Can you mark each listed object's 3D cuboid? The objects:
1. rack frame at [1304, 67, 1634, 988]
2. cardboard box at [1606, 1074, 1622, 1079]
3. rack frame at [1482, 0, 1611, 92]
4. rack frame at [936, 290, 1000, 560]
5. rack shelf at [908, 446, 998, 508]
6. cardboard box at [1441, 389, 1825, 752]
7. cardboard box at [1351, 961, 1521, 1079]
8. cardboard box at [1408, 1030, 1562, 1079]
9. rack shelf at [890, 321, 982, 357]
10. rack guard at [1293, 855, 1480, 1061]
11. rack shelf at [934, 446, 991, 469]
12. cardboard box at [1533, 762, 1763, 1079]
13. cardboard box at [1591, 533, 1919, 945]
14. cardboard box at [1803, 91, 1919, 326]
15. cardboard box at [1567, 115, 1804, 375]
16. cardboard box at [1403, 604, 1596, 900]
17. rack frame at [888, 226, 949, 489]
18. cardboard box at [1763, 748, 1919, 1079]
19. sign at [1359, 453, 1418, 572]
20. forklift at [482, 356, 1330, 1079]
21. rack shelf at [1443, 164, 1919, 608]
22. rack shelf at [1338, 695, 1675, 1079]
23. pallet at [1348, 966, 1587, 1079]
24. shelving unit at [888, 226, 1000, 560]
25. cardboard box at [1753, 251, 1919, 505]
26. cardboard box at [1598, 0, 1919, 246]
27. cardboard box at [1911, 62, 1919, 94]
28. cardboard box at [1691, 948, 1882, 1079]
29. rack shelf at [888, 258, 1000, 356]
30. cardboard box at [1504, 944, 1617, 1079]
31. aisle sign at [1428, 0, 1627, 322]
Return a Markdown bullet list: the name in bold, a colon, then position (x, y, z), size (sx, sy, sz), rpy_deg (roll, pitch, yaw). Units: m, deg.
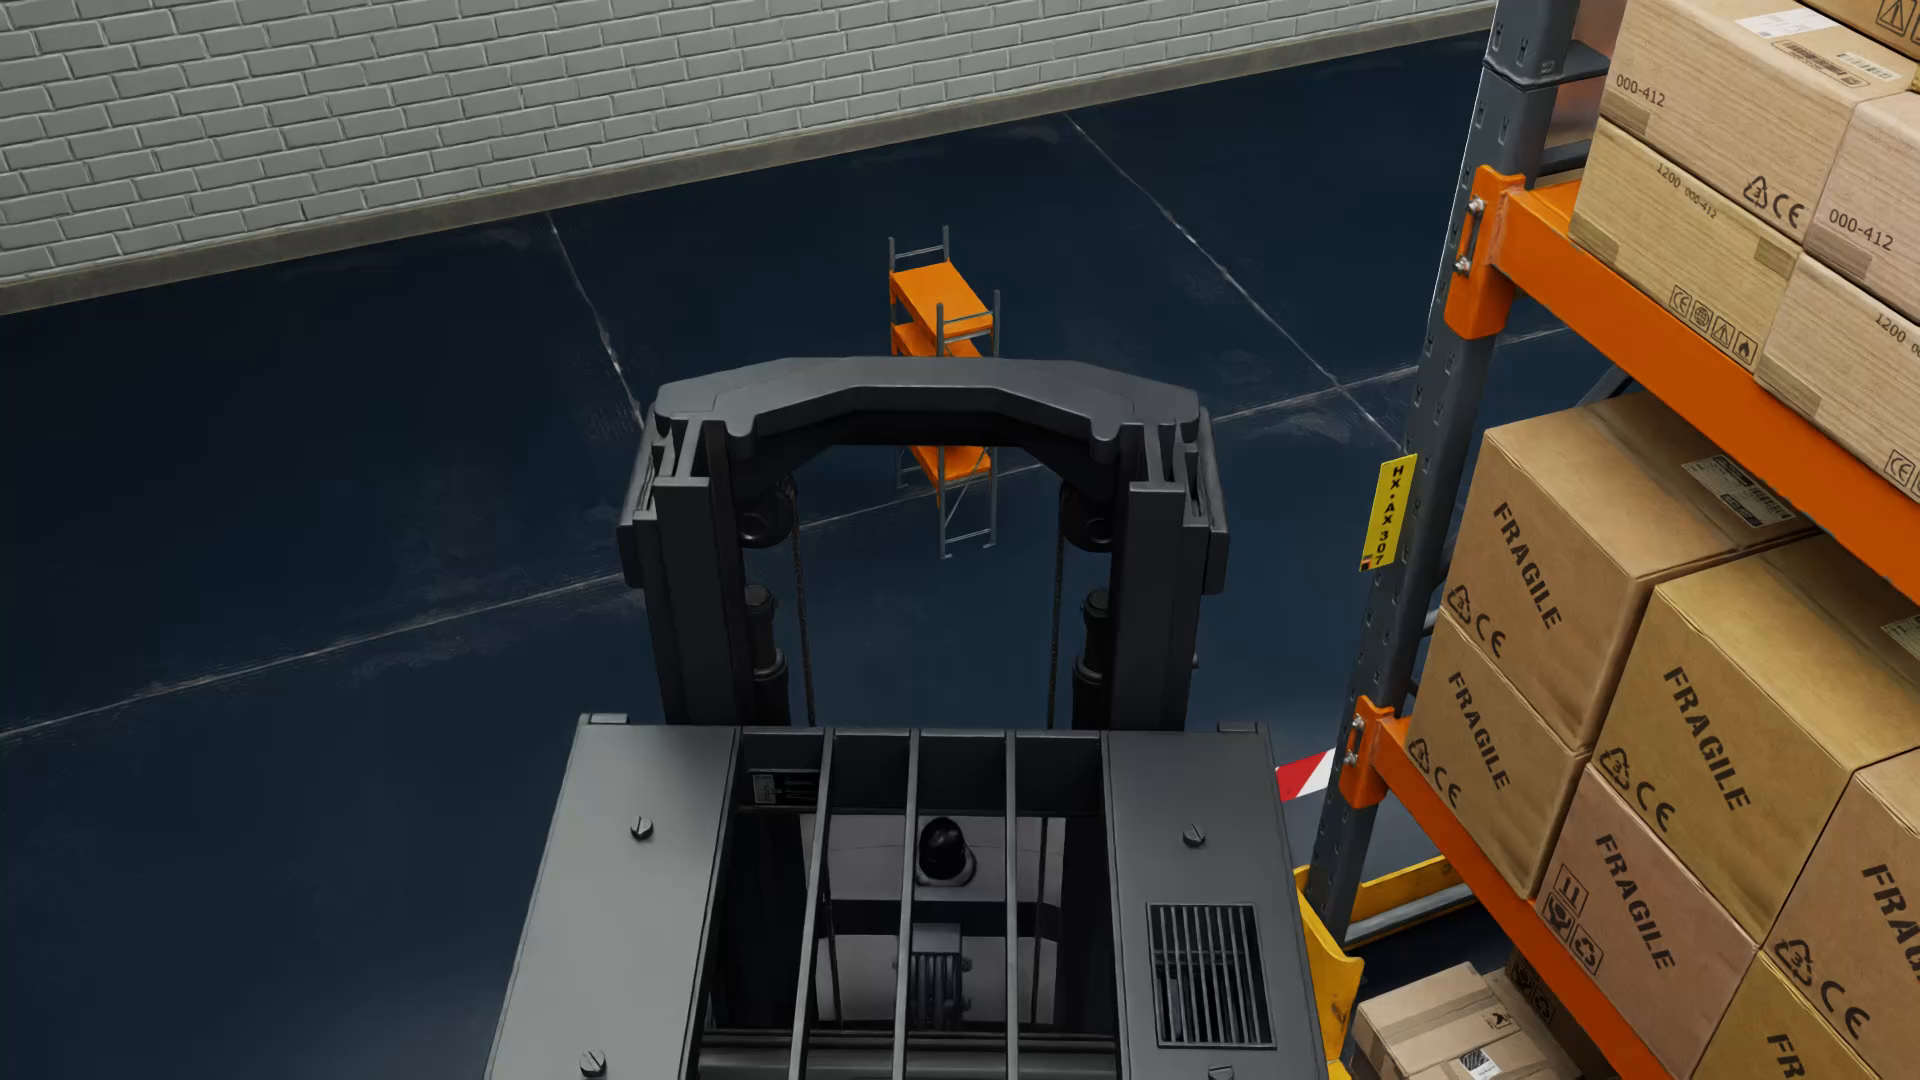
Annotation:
- **rack frame**: position (1.496, 0.132, 4.296), size (1.000, 3.000, 0.127), rpy_deg (-15, 43, -17)
- **cardboard box**: position (1.633, 1.707, 4.235), size (0.500, 0.250, 0.500), rpy_deg (-15, 43, -17)
- **rack frame**: position (1.496, -2.142, 2.340), size (1.000, 3.000, 0.127), rpy_deg (-15, 43, -17)
- **rack frame**: position (0.030, -0.408, 6.304), size (0.240, 1.200, 0.015), rpy_deg (-15, 43, -17)
- **rack shelf**: position (-0.063, -0.353, 6.648), size (0.258, 0.148, 0.480), rpy_deg (-15, 43, -17)
- **cardboard box**: position (1.422, 0.048, 3.550), size (0.500, 0.500, 0.500), rpy_deg (-14, 43, -16)
- **cardboard box**: position (1.339, 1.384, 4.689), size (0.380, 0.149, 0.250), rpy_deg (-15, 43, -17)
- **cardboard box**: position (1.434, 1.528, 4.508), size (0.380, 0.166, 0.250), rpy_deg (-15, 43, -17)
- **rack shelf**: position (-0.063, -0.673, 6.373), size (0.258, 0.148, 0.480), rpy_deg (-15, 43, -17)
- **rack guard**: position (1.525, 1.126, 5.057), size (1.175, 0.500, 0.348), rpy_deg (-15, 43, -17)
- **rack shelf**: position (-0.063, -0.504, 6.519), size (0.258, 0.148, 0.480), rpy_deg (-15, 43, -17)
- **cardboard box**: position (1.625, 0.737, 3.516), size (0.500, 0.500, 0.500), rpy_deg (-16, 43, -17)
- **cardboard box**: position (1.629, 0.361, 3.186), size (0.500, 0.500, 0.500), rpy_deg (-15, 43, -16)
- **cardboard box**: position (1.637, -0.460, 2.416), size (0.500, 0.250, 0.500), rpy_deg (-15, 43, -17)
- **cardboard box**: position (1.458, -0.575, 2.933), size (0.500, 0.250, 0.500), rpy_deg (-15, 43, -17)
- **cardboard box**: position (1.422, 0.427, 3.876), size (0.500, 0.500, 0.500), rpy_deg (-14, 43, -16)
- **rack frame**: position (-0.157, -0.702, 6.646), size (0.240, 1.200, 0.015), rpy_deg (-15, 43, -17)
- **cardboard box**: position (1.816, 0.664, 2.834), size (0.500, 0.500, 0.500), rpy_deg (-15, 43, -16)
- **sign**: position (0.995, -0.061, 3.856), size (0.100, 0.325, 0.005), rpy_deg (-15, 43, -17)
- **forklift**: position (-0.064, 1.255, 3.042), size (1.130, 2.935, 3.031), rpy_deg (1, 41, 1)
- **rack shelf**: position (2.261, 0.472, 2.151), size (1.077, 0.370, 4.000), rpy_deg (-15, 43, -17)
- **rack shelf**: position (2.261, 1.610, 3.129), size (1.077, 0.370, 4.000), rpy_deg (-15, 43, -17)
- **pallet**: position (1.831, 1.715, 4.594), size (1.003, 0.211, 1.213), rpy_deg (-15, 43, -17)
- **shelving unit**: position (-0.063, -0.555, 6.475), size (0.258, 1.200, 0.503), rpy_deg (-15, 43, -17)
- **cardboard box**: position (1.637, -0.271, 2.579), size (0.500, 0.250, 0.500), rpy_deg (-15, 43, -17)
- **cardboard box**: position (1.452, -0.763, 2.768), size (0.500, 0.250, 0.500), rpy_deg (-15, 43, -17)
- **cardboard box**: position (1.821, -0.794, 2.229), size (0.700, 0.500, 0.500), rpy_deg (-15, 43, -17)
- **cardboard box**: position (1.814, 1.040, 3.163), size (0.500, 0.500, 0.500), rpy_deg (-15, 43, -17)
- **rack shelf**: position (-0.063, -0.853, 6.219), size (0.258, 0.148, 0.480), rpy_deg (-15, 43, -17)
- **cardboard box**: position (1.932, 1.179, 4.658), size (0.500, 0.500, 0.500), rpy_deg (-15, 43, -17)
- **aisle sign**: position (1.199, -0.821, 3.411), size (0.394, 0.787, 0.004), rpy_deg (-15, 43, -17)
